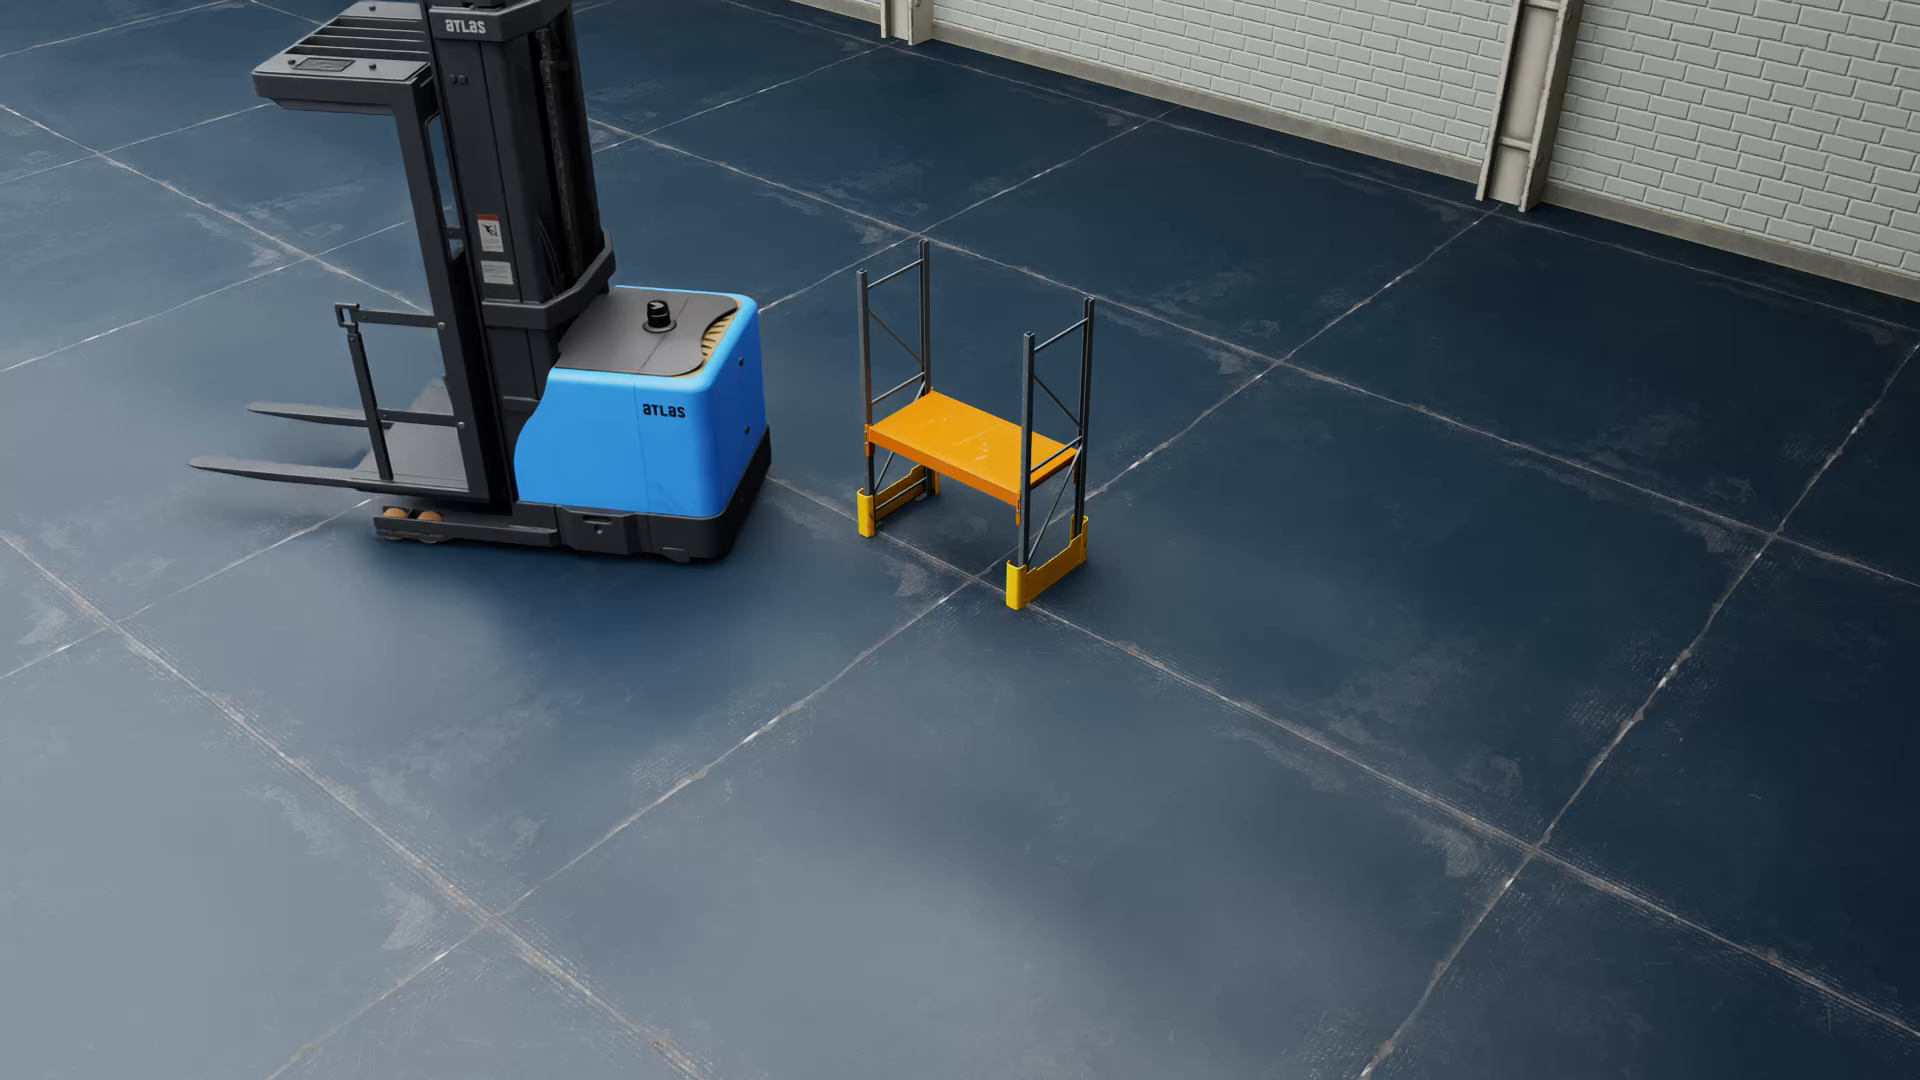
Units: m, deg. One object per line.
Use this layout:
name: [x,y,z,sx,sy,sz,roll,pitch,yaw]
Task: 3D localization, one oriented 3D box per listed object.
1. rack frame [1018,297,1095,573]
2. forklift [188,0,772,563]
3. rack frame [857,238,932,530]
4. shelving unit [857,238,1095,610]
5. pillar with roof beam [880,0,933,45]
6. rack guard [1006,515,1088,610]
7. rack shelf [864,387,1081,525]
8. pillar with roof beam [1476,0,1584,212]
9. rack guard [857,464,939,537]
rack frame: [0.456,-0.403,8.012,0.032,1.500,0.500,25,42,32]
forklift: [-2.612,-1.479,8.314,3.031,2.935,1.130,5,35,8]
rack frame: [-0.325,-0.771,8.549,0.032,1.500,0.500,25,42,32]
shelving unit: [0.059,-0.591,8.285,1.083,1.500,0.587,25,42,32]
pillar with roof beam: [-3.249,-6.565,10.361,0.400,9.000,9.100,25,42,32]
rack guard: [0.441,0.105,8.376,0.087,0.250,0.587,25,42,32]
rack shelf: [0.066,-0.439,8.382,1.000,0.185,0.538,25,42,32]
pillar with roof beam: [1.362,-4.392,7.196,0.400,9.000,9.100,25,42,32]
rack guard: [-0.324,-0.256,8.902,0.087,0.250,0.587,25,42,32]
